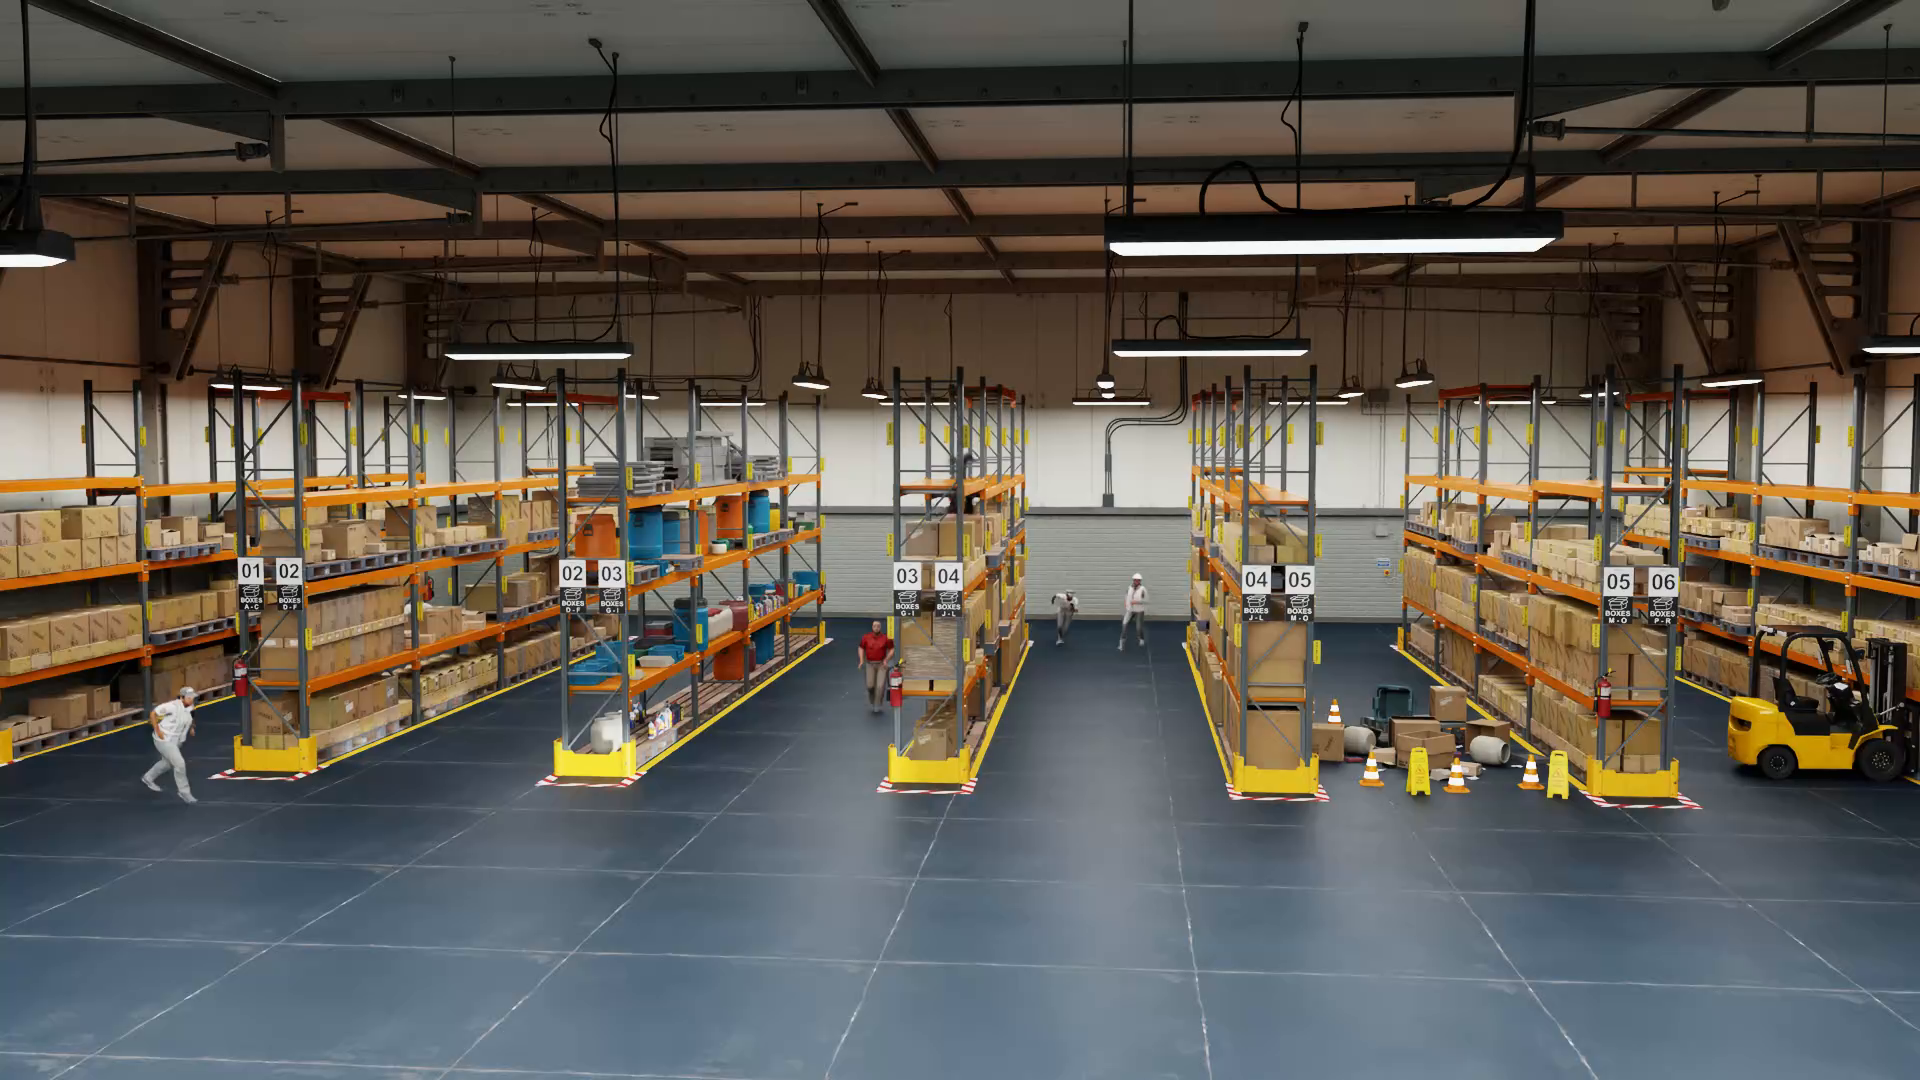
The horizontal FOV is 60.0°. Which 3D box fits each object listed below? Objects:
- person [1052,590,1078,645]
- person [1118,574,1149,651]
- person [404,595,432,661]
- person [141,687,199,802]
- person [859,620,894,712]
[{"bbox_3d":[2.521,1.846,39.896,0.588,1.358,1.017,0,4,-3],"label":"person"},{"bbox_3d":[4.140,1.686,39.171,0.652,1.793,0.921,2,4,26],"label":"person"},{"bbox_3d":[-11.442,1.962,34.976,0.726,1.736,0.769,1,4,9],"label":"person"},{"bbox_3d":[-10.908,2.814,22.905,1.019,1.630,0.649,1,4,22],"label":"person"},{"bbox_3d":[-1.521,2.291,30.269,0.659,1.673,0.636,0,4,1],"label":"person"}]
